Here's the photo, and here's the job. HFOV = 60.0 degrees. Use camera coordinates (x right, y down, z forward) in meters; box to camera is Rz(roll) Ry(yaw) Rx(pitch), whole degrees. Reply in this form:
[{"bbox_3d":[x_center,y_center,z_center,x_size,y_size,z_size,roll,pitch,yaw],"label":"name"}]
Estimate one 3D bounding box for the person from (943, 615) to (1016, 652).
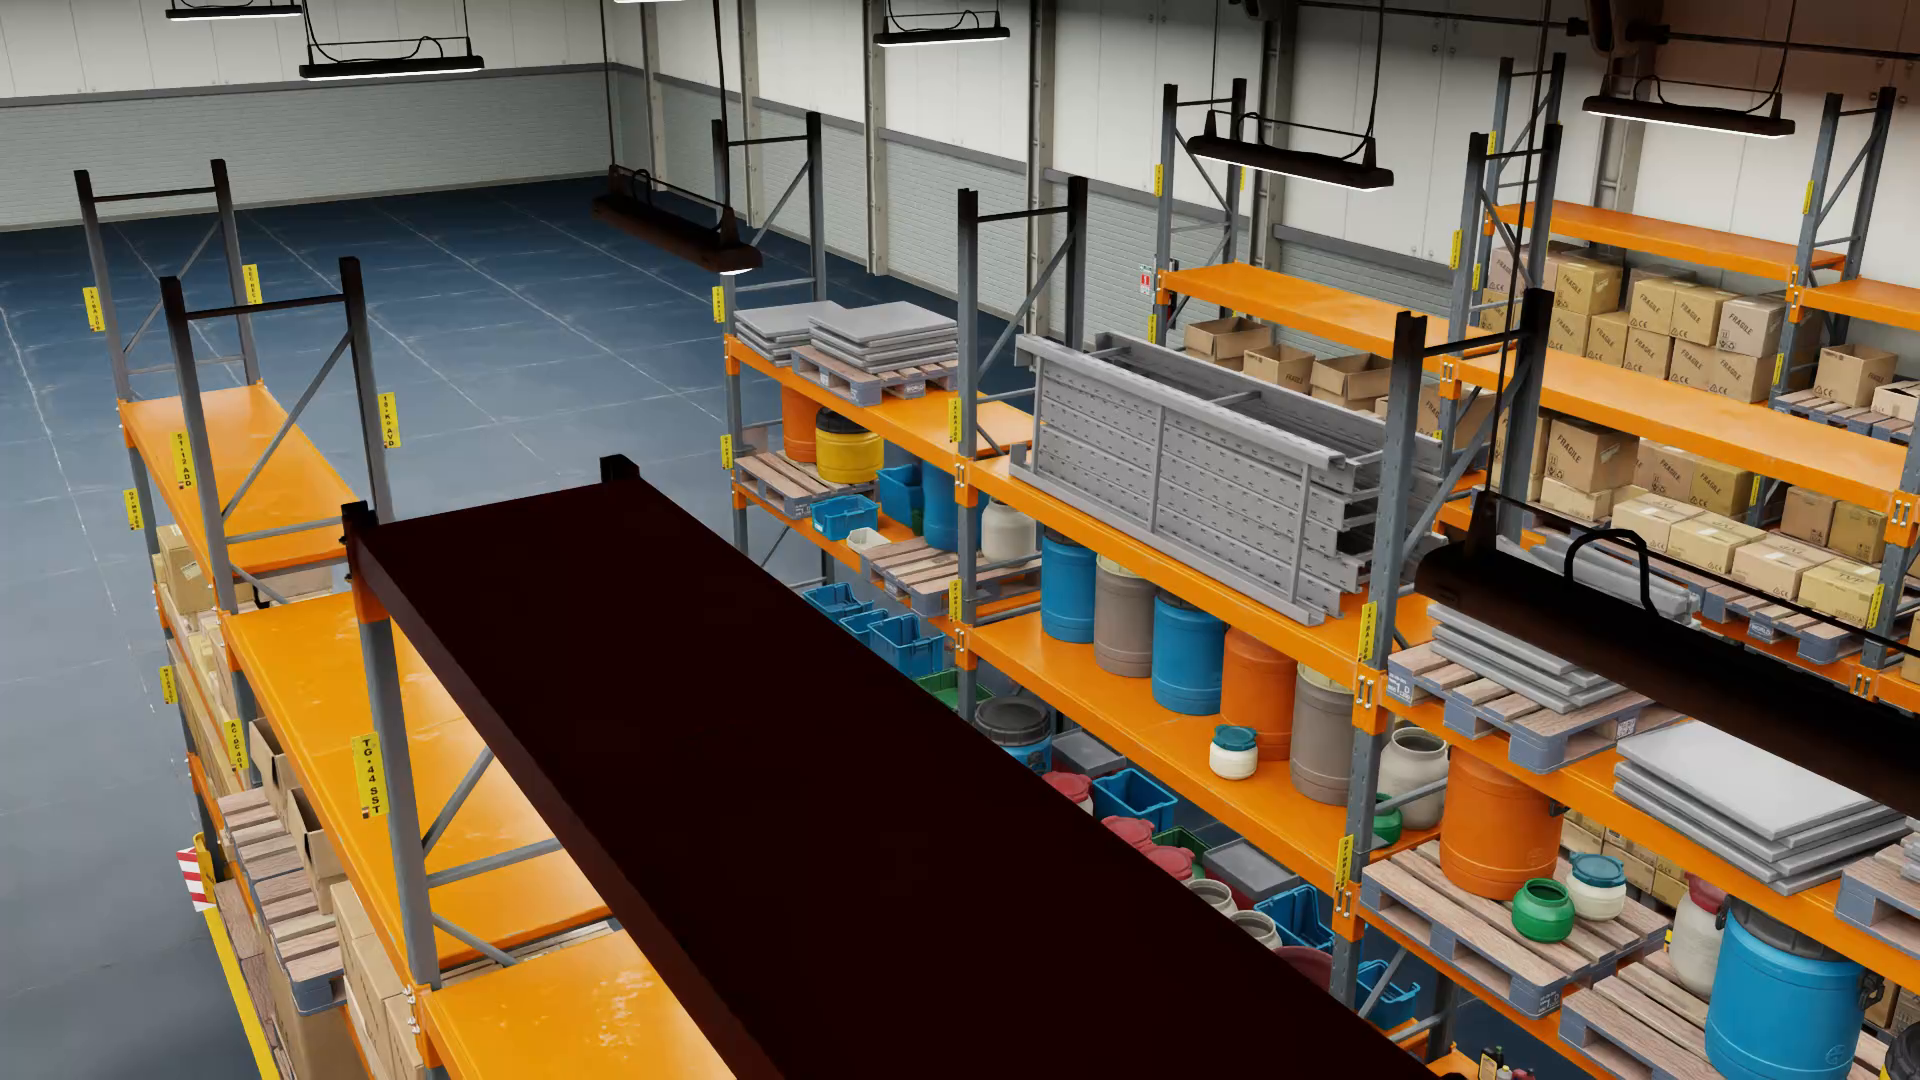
[{"bbox_3d":[0.300,0.631,17.305,1.064,1.409,0.547,2,22,5],"label":"person"}]
